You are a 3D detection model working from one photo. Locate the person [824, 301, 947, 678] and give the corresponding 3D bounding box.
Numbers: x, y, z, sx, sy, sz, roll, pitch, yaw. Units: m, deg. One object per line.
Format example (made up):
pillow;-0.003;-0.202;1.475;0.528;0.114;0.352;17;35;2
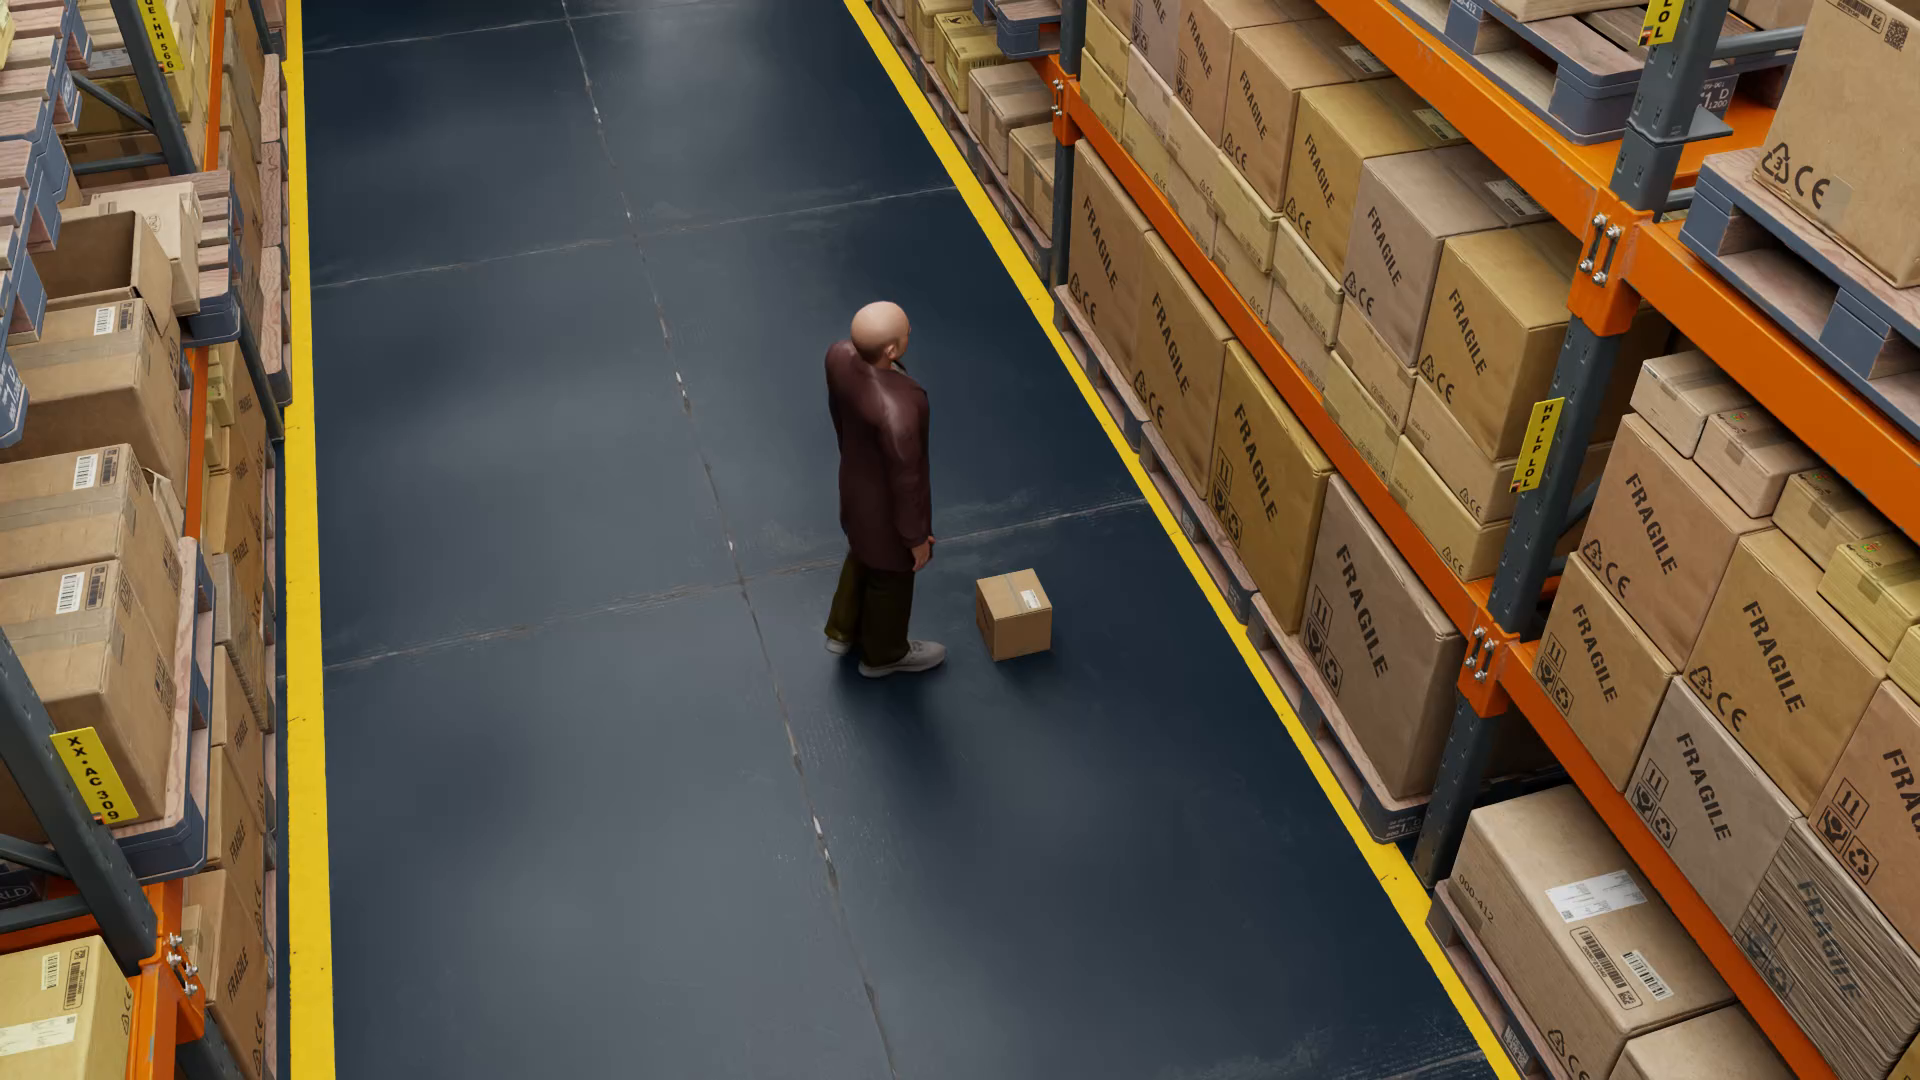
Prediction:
person;-0.299;-0.107;6.362;0.459;1.740;0.634;-19;45;-20
